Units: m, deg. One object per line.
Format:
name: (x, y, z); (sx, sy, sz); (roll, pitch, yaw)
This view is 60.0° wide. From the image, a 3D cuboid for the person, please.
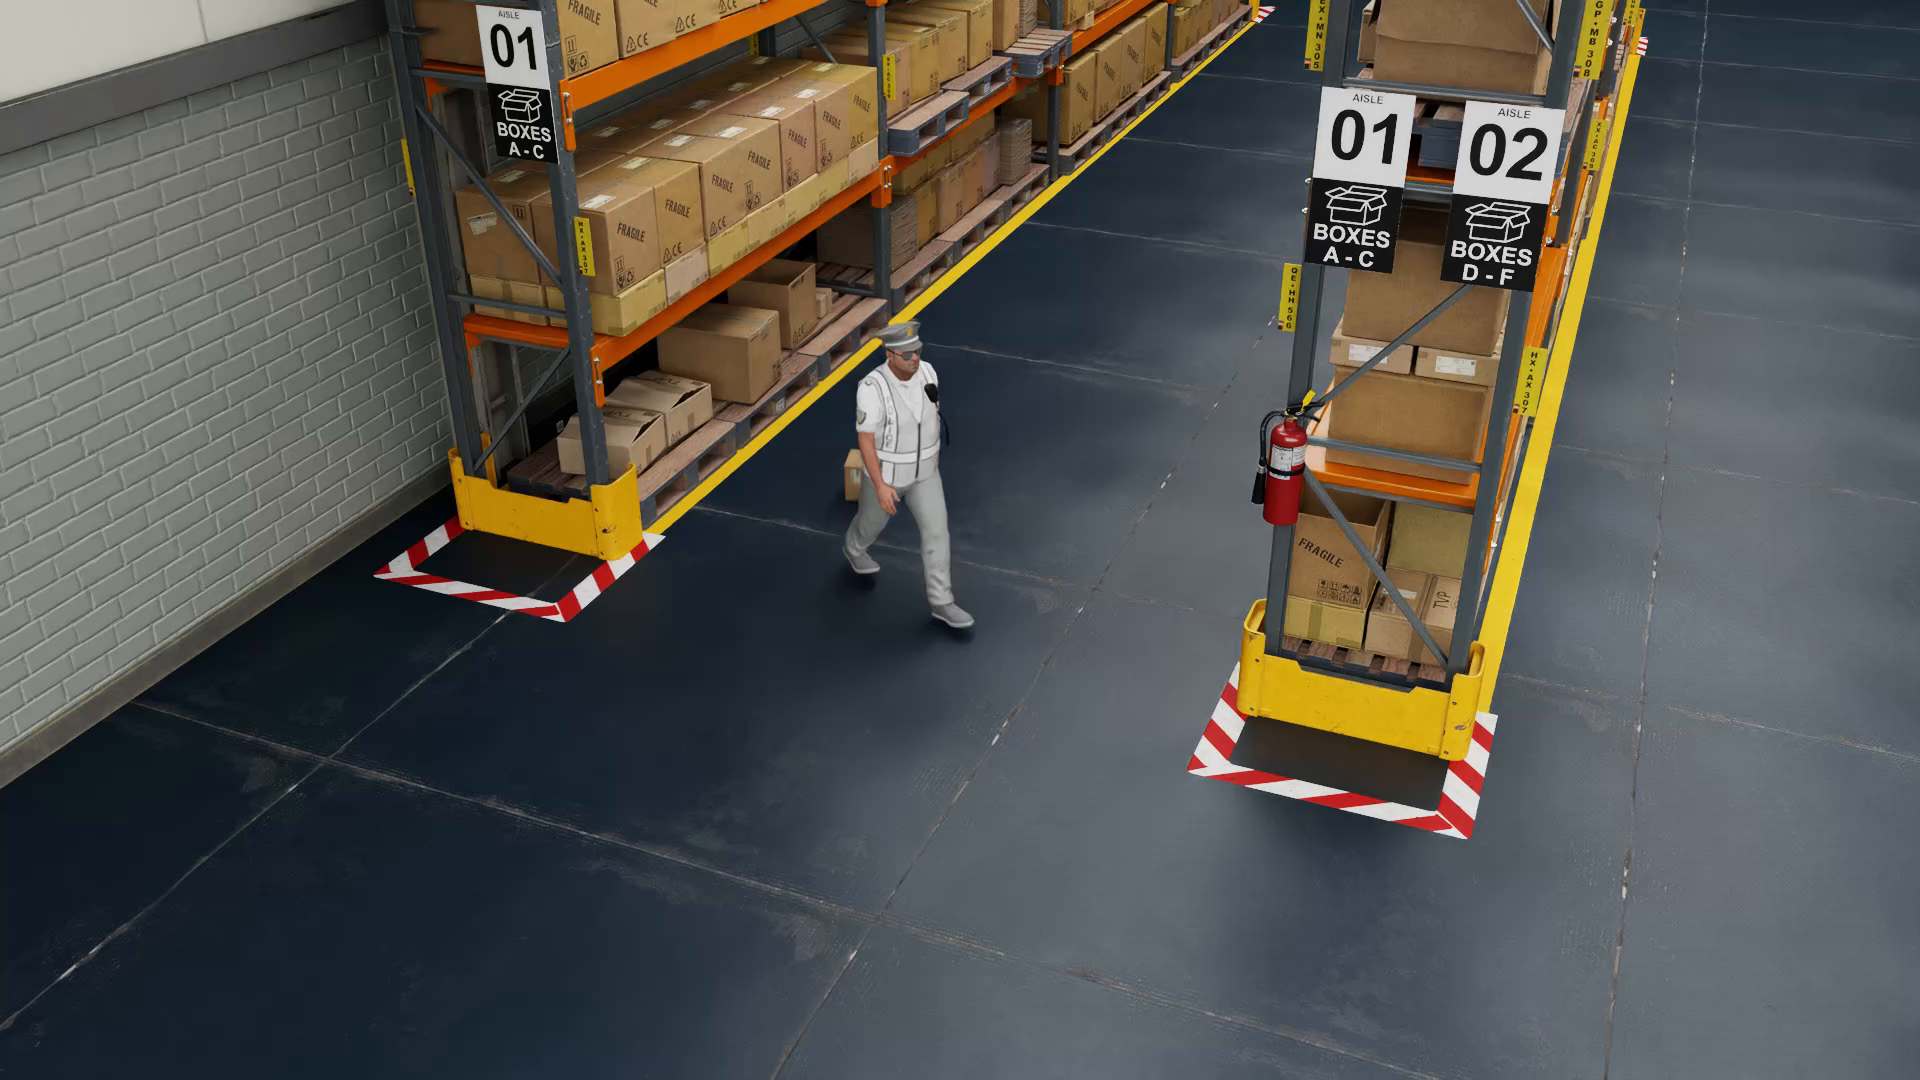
person: (-0.325, -0.408, 9.112); (0.530, 1.716, 1.086); (-16, 33, -26)
